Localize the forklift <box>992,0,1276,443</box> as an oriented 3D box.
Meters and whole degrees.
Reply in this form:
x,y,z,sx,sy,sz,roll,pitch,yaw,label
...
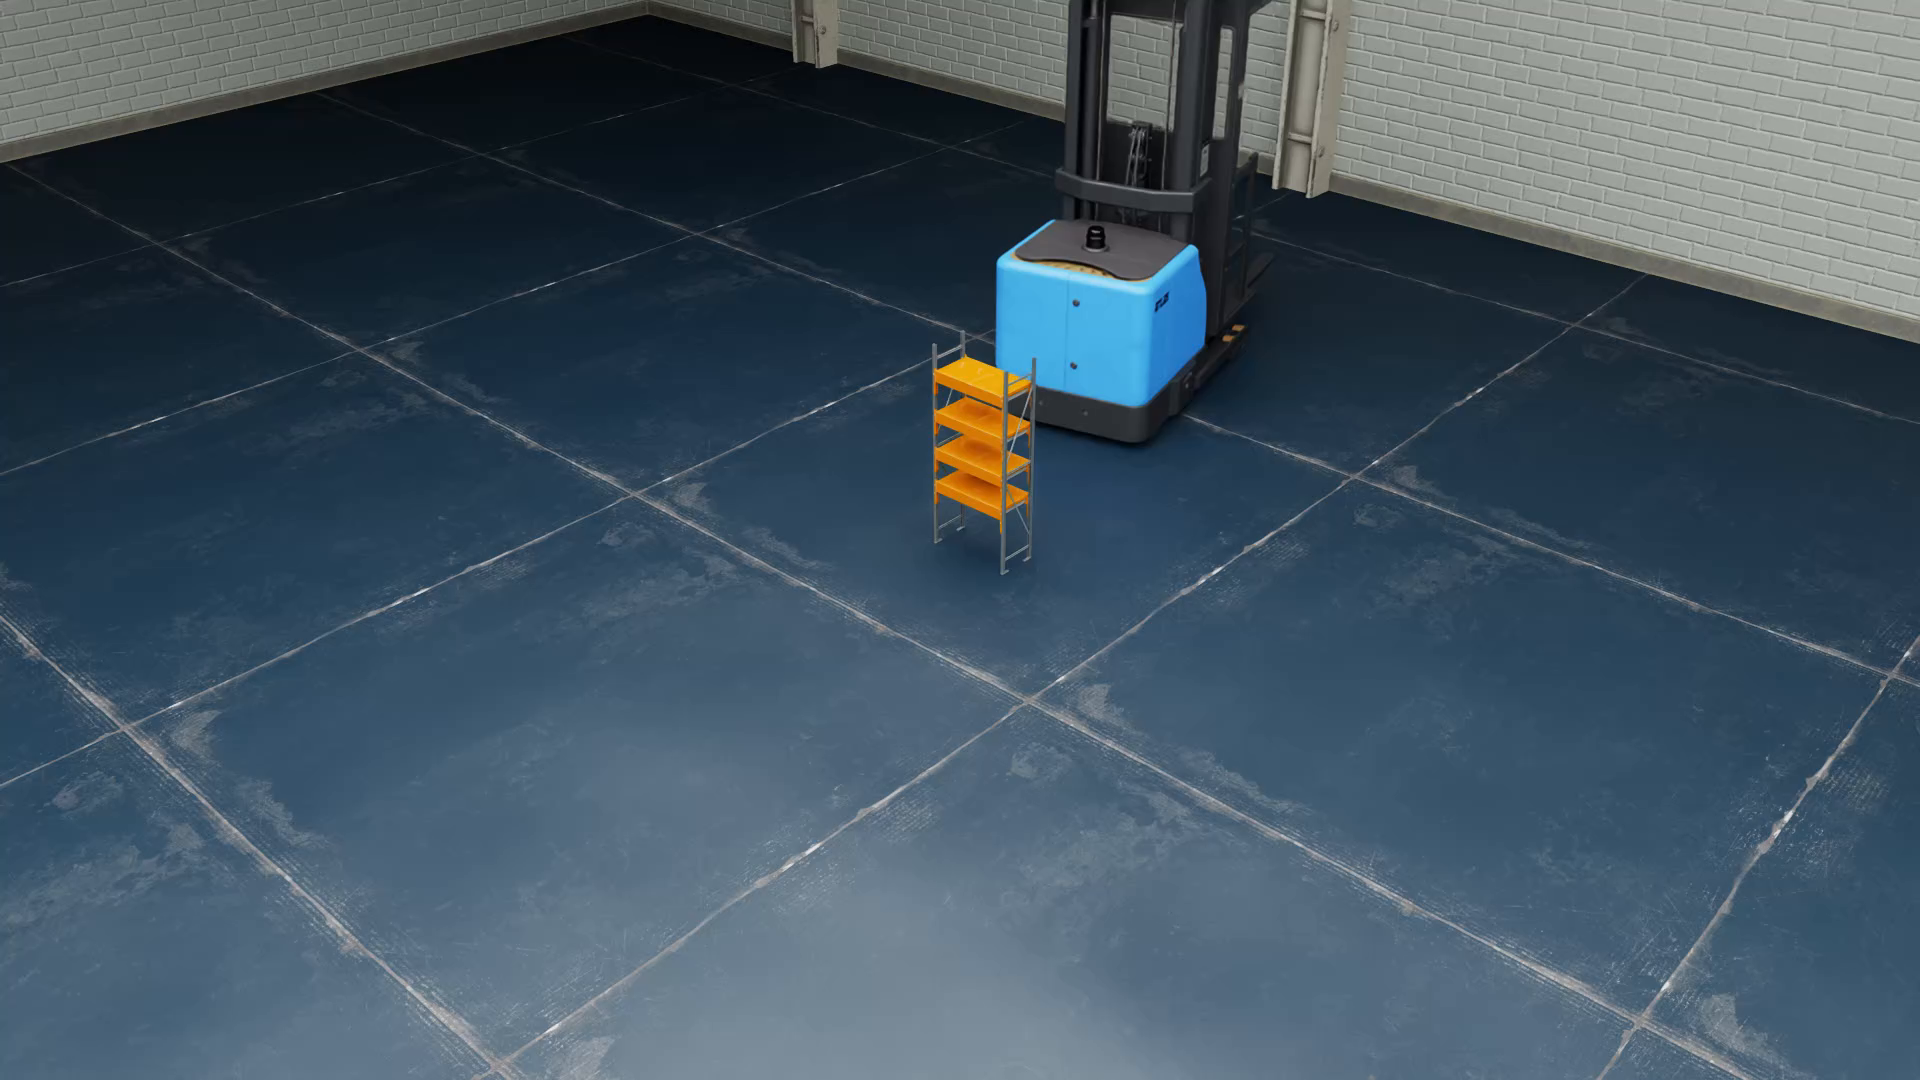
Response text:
x,y,z,sx,sy,sz,roll,pitch,yaw,label
1.340,-2.581,10.695,1.130,2.935,3.031,15,34,24,forklift

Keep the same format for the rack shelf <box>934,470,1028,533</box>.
x,y,z,sx,sy,sz,roll,pitch,yaw,label
0.123,-0.229,8.982,0.480,0.148,0.258,25,39,35,rack shelf

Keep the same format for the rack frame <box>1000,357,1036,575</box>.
x,y,z,sx,sy,sz,roll,pitch,yaw,label
0.304,-0.372,8.705,0.015,1.200,0.240,25,39,35,rack frame

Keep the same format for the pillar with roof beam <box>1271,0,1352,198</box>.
x,y,z,sx,sy,sz,roll,pitch,yaw,label
0.031,-5.220,9.196,0.400,9.000,9.100,25,39,35,pillar with roof beam

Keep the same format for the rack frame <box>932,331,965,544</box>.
x,y,z,sx,sy,sz,roll,pitch,yaw,label
-0.058,-0.541,8.986,0.015,1.200,0.240,25,39,35,rack frame

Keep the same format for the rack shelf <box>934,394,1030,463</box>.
x,y,z,sx,sy,sz,roll,pitch,yaw,label
0.123,-0.591,8.765,0.480,0.148,0.258,25,39,35,rack shelf

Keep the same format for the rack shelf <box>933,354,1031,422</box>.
x,y,z,sx,sy,sz,roll,pitch,yaw,label
0.123,-0.793,8.643,0.480,0.148,0.258,25,39,35,rack shelf

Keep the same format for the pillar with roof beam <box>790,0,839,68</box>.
x,y,z,sx,sy,sz,roll,pitch,yaw,label
-4.418,-7.296,12.645,0.400,9.000,9.100,25,39,35,pillar with roof beam

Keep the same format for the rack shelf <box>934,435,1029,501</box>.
x,y,z,sx,sy,sz,roll,pitch,yaw,label
0.123,-0.399,8.880,0.480,0.148,0.258,25,39,35,rack shelf

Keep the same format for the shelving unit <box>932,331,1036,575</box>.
x,y,z,sx,sy,sz,roll,pitch,yaw,label
0.123,-0.457,8.845,0.503,1.200,0.258,25,39,35,shelving unit
